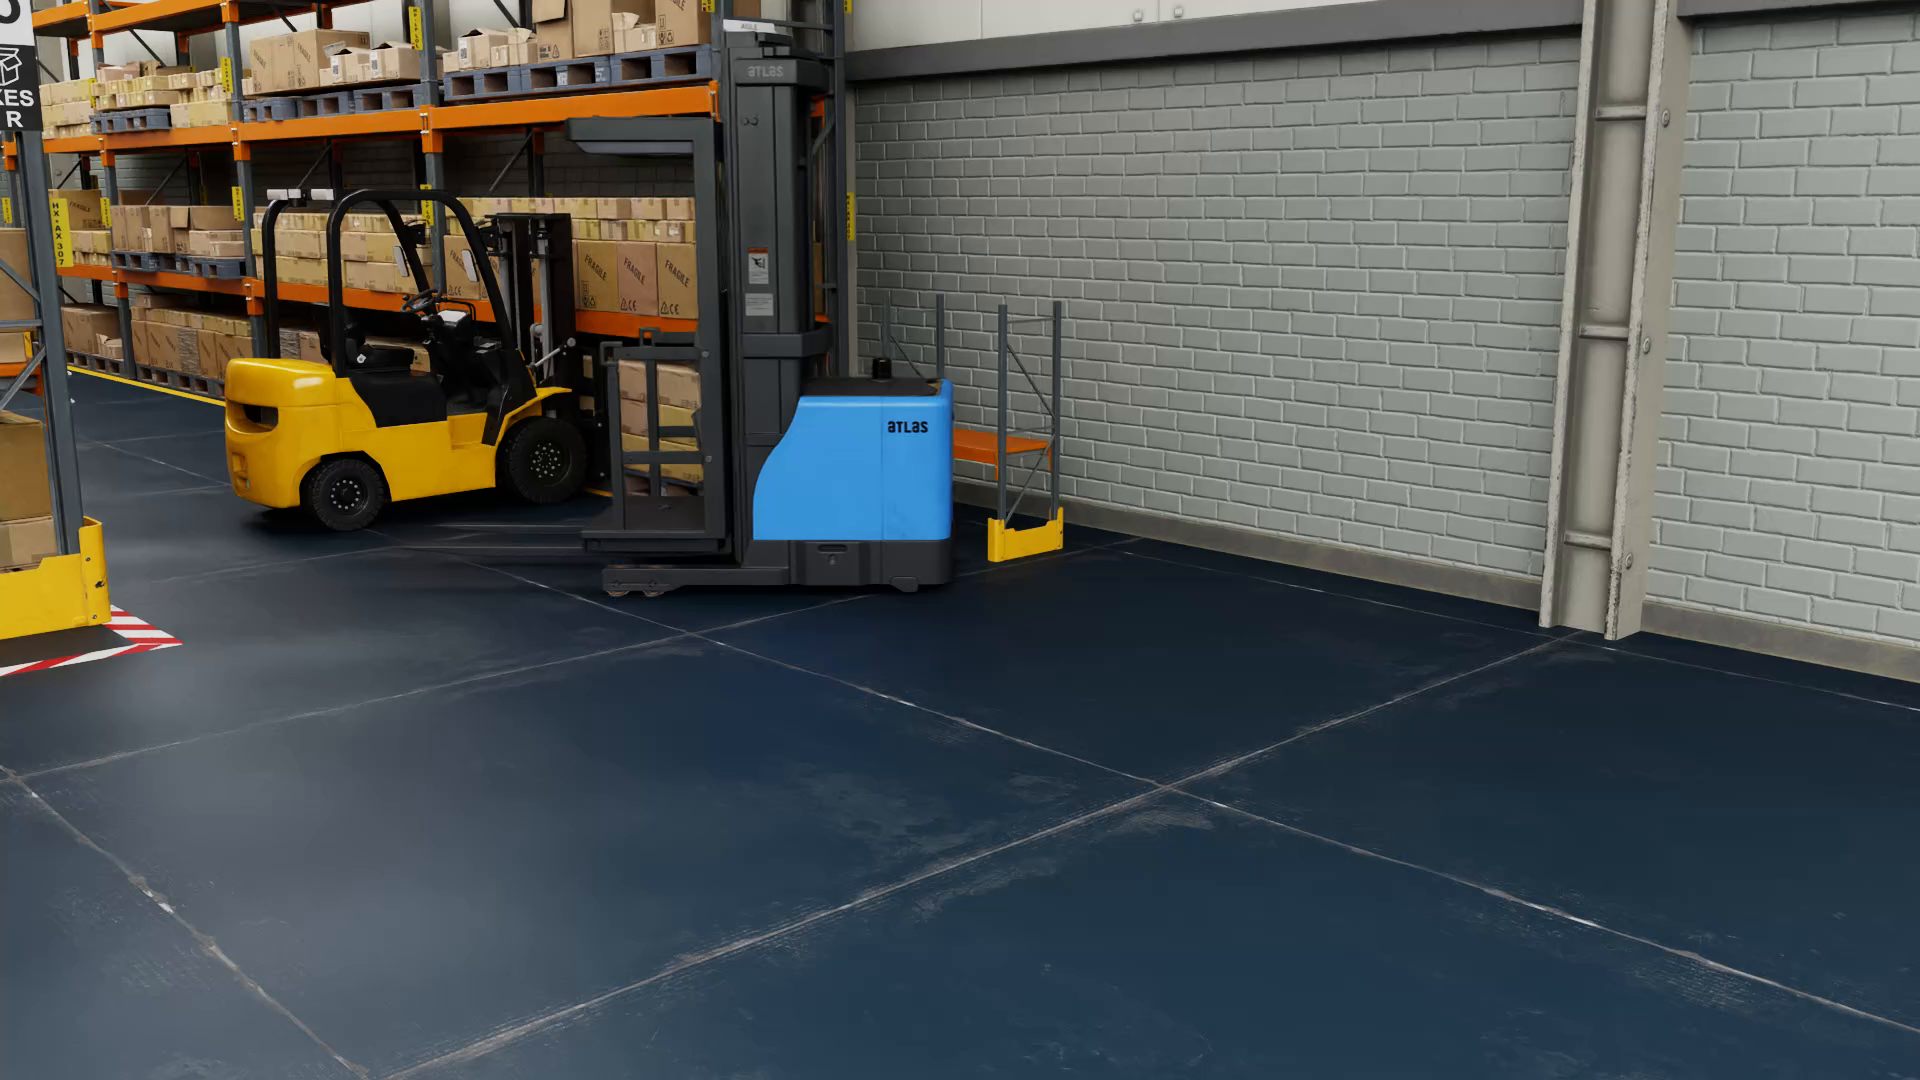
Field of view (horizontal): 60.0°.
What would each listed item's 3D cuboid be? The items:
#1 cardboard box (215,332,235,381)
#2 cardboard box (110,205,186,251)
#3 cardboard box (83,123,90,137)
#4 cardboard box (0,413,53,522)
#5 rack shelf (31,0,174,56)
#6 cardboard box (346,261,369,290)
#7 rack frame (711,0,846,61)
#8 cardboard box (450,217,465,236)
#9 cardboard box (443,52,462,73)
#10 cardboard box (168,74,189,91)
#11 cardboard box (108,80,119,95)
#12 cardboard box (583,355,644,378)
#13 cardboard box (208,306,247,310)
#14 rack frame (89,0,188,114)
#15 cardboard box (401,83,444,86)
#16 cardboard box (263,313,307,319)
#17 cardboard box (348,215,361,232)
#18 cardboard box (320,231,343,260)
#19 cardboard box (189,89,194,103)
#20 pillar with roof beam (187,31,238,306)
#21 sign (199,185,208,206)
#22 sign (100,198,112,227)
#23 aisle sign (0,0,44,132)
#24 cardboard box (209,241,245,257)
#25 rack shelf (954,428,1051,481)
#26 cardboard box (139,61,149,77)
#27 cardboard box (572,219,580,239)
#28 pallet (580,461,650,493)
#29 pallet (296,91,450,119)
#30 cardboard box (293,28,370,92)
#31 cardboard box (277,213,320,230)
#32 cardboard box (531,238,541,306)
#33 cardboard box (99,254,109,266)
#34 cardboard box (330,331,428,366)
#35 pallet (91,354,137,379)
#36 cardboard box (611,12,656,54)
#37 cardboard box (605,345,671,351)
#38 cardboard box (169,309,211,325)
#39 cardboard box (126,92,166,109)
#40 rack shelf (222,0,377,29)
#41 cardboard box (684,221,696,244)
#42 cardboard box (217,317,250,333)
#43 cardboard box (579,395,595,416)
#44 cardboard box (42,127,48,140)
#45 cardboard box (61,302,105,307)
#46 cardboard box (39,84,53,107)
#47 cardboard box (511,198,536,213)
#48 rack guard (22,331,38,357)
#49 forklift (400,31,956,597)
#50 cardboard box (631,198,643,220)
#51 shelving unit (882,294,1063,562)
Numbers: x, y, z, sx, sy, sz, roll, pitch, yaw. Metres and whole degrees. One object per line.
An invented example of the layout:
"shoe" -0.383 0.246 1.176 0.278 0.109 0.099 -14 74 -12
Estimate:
"cardboard box" -7.482 -1.936 17.530 0.500 0.500 0.500 -11 16 -43
"cardboard box" -9.286 -3.585 19.091 0.700 0.500 0.500 -10 16 -41
"cardboard box" -10.087 -4.826 19.591 0.380 0.149 0.250 -11 16 -43
"cardboard box" -5.133 -0.375 8.711 0.500 0.500 0.500 11 16 43
"rack shelf" -10.840 -6.309 20.522 1.077 0.370 4.000 -11 16 -43
"cardboard box" -5.143 -2.378 14.891 0.500 0.250 0.500 -11 16 -42
"rack frame" -1.172 -4.619 10.532 1.000 3.000 0.127 -11 16 -43
"cardboard box" -3.904 -2.548 13.491 0.380 0.149 0.250 -11 16 -43
"cardboard box" -3.844 -3.758 13.117 0.380 0.149 0.250 -10 16 -41
"cardboard box" -8.044 -4.783 17.409 0.380 0.149 0.250 -11 16 -42
"cardboard box" -9.189 -5.002 18.420 0.380 0.149 0.250 -11 16 -44
"cardboard box" -2.428 -1.199 12.095 0.500 0.250 0.500 -11 16 -42
"cardboard box" -8.440 -2.612 19.204 0.250 0.149 0.380 11 16 42
"rack frame" -9.459 -6.371 19.032 1.000 3.000 0.127 -11 16 -43
"cardboard box" -4.638 -4.037 14.471 0.380 0.149 0.250 -11 16 -43
"cardboard box" -7.345 -2.387 18.112 0.250 0.149 0.380 11 16 43
"cardboard box" -5.234 -2.833 14.872 0.380 0.149 0.250 -11 16 -42
"cardboard box" -5.502 -2.698 15.206 0.500 0.250 0.500 -11 16 -42
"cardboard box" -7.782 -4.614 17.322 0.380 0.149 0.250 -11 16 -42
"pillar with roof beam" -12.401 -5.998 17.223 9.100 9.000 0.400 -11 16 -43
"sign" -9.060 -4.077 19.899 0.100 0.325 0.005 -11 16 -43
"sign" -9.846 -3.780 19.178 0.100 0.325 0.005 -11 16 -43
"aisle sign" -4.492 -2.296 7.681 0.394 0.787 0.004 -11 16 -43
"cardboard box" -7.427 -2.974 16.993 0.380 0.149 0.250 -11 16 -42
"rack shelf" 0.059 -0.546 10.236 0.538 0.185 1.000 -11 16 -43
"cardboard box" -9.198 -5.347 19.066 0.396 0.266 0.258 -11 16 -43
"cardboard box" -2.624 -2.292 12.248 0.380 0.149 0.250 -11 16 -43
"pallet" -2.568 -0.599 12.796 1.003 0.211 1.213 -11 16 -43
"pallet" -5.388 -3.976 15.310 1.003 0.211 1.213 -10 15 -40
"cardboard box" -5.669 -4.333 15.040 0.500 0.500 0.500 -10 16 -41
"cardboard box" -6.308 -3.055 15.951 0.380 0.149 0.250 -10 16 -41
"cardboard box" -3.094 -2.065 12.754 0.500 0.500 0.500 -11 16 -43
"cardboard box" -10.057 -3.356 19.888 0.380 0.149 0.250 -10 16 -41
"cardboard box" -5.353 -1.606 15.616 0.625 0.625 0.875 11 16 43
"pallet" -9.932 -2.167 20.406 1.003 0.211 1.213 -11 16 -43
"cardboard box" -2.139 -3.455 11.357 0.396 0.266 0.258 -11 16 -42
"cardboard box" -2.401 -1.349 12.820 0.500 0.250 0.500 -11 16 -44
"cardboard box" -8.626 -2.497 18.643 0.380 0.149 0.250 -11 16 -43
"cardboard box" -8.833 -4.785 18.105 0.380 0.149 0.250 -11 16 -43
"rack shelf" -5.315 -4.947 14.895 1.077 0.370 4.000 -11 16 -43
"cardboard box" -1.614 -2.059 11.118 0.380 0.149 0.250 -11 16 -42
"cardboard box" -7.581 -2.265 17.516 0.250 0.149 0.380 11 16 43
"cardboard box" -2.444 -0.959 12.169 0.500 0.250 0.500 -11 16 -44
"cardboard box" -11.180 -5.046 20.659 0.380 0.149 0.250 -11 16 -42
"cardboard box" -11.867 -2.897 22.183 0.637 0.503 0.797 11 16 43
"cardboard box" -11.042 -5.481 20.545 0.500 0.250 0.500 -10 16 -41
"cardboard box" -3.198 -2.542 12.722 0.380 0.149 0.250 -11 16 -43
"rack guard" -12.168 -2.781 22.669 1.175 0.500 0.348 -11 16 -43
"forklift" -1.547 -1.237 9.151 3.031 2.935 1.130 0 12 1
"cardboard box" -2.083 -2.329 11.690 0.380 0.149 0.250 -11 16 -42
"shelving unit" 0.053 -0.723 10.206 0.587 1.500 1.083 -11 16 -43
